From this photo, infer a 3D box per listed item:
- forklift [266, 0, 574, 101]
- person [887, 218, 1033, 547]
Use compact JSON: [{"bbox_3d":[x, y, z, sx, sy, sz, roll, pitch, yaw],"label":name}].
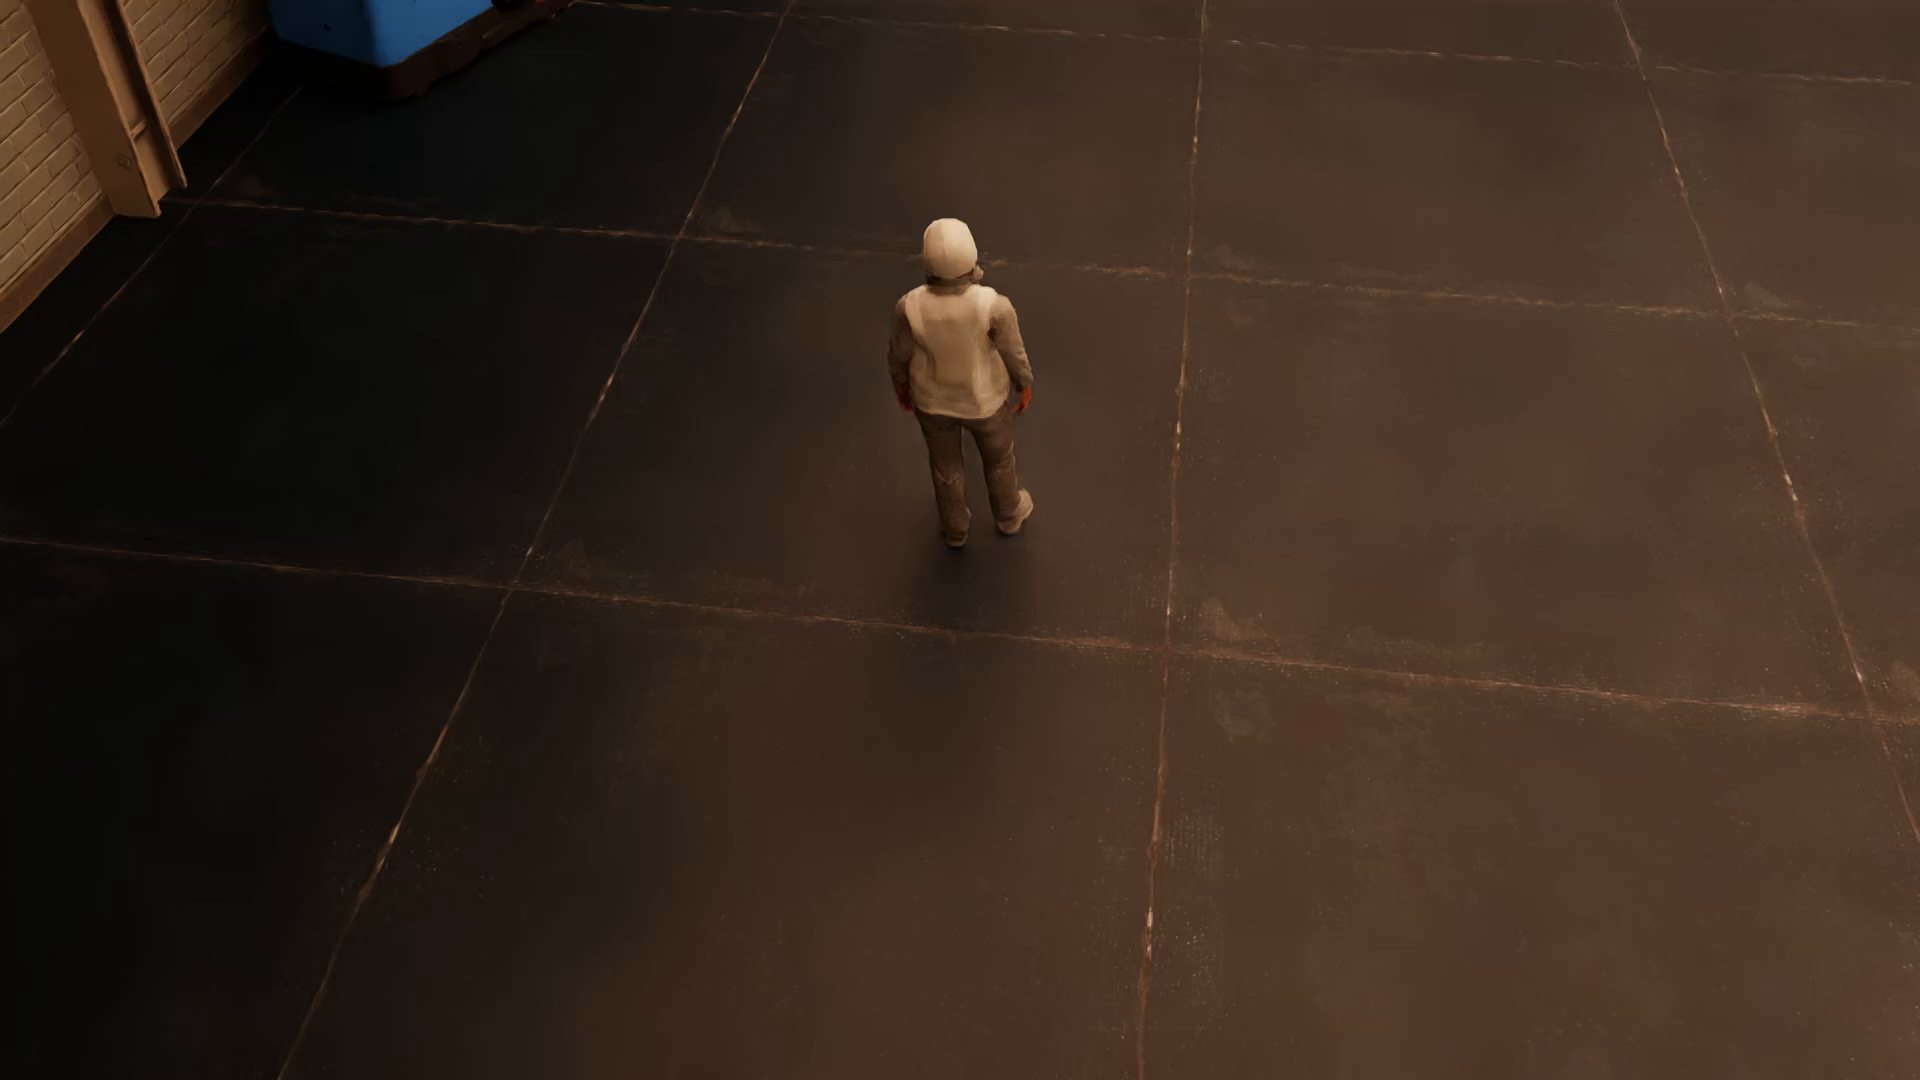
[{"bbox_3d":[-3.454,-4.955,11.119,1.130,2.935,3.031,19,46,20],"label":"forklift"},{"bbox_3d":[0.016,-0.700,7.331,0.632,1.773,0.567,5,43,6],"label":"person"}]
